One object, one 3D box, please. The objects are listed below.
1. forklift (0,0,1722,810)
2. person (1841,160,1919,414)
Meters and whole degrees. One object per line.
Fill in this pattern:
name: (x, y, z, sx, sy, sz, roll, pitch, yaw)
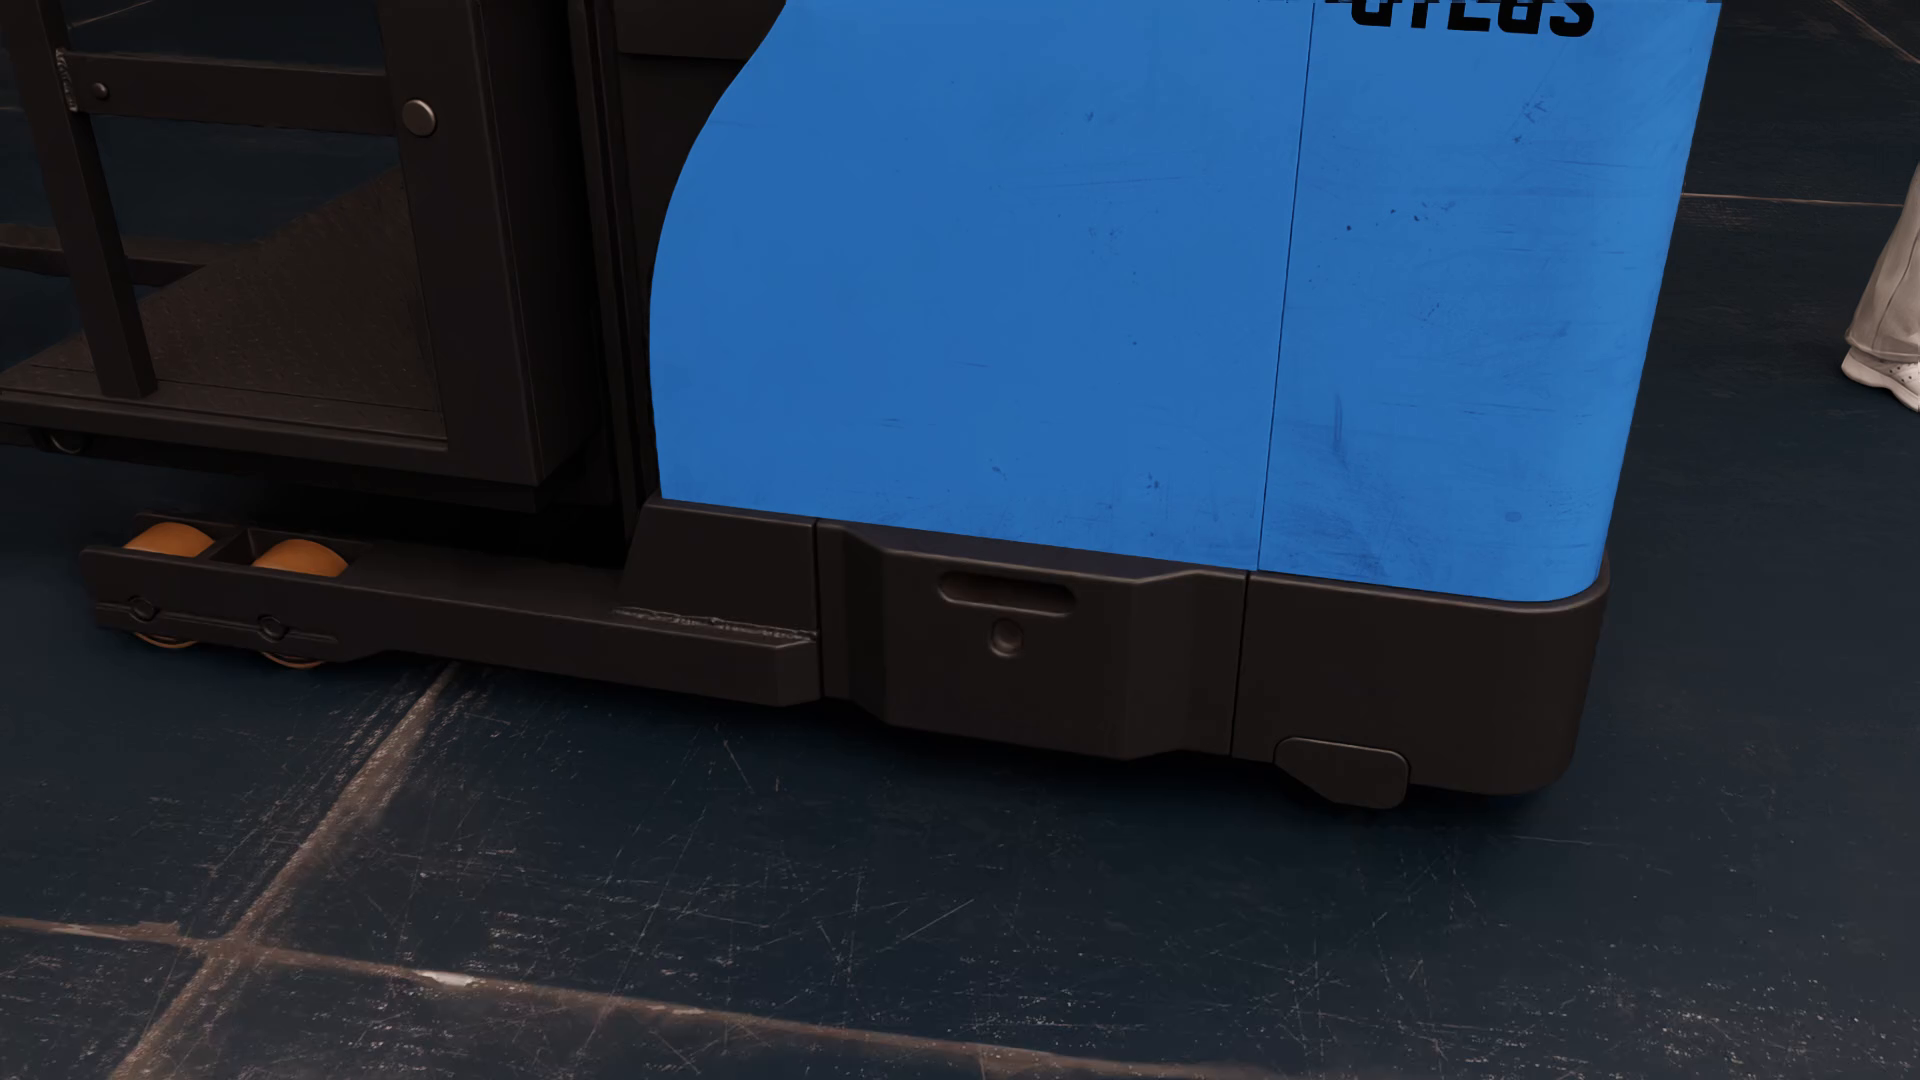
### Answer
forklift: (-0.663, -1.352, 1.916, 3.031, 2.935, 1.130, 7, 30, 12)
person: (1.803, -1.015, 2.645, 0.494, 1.634, 0.366, -21, 35, -32)
